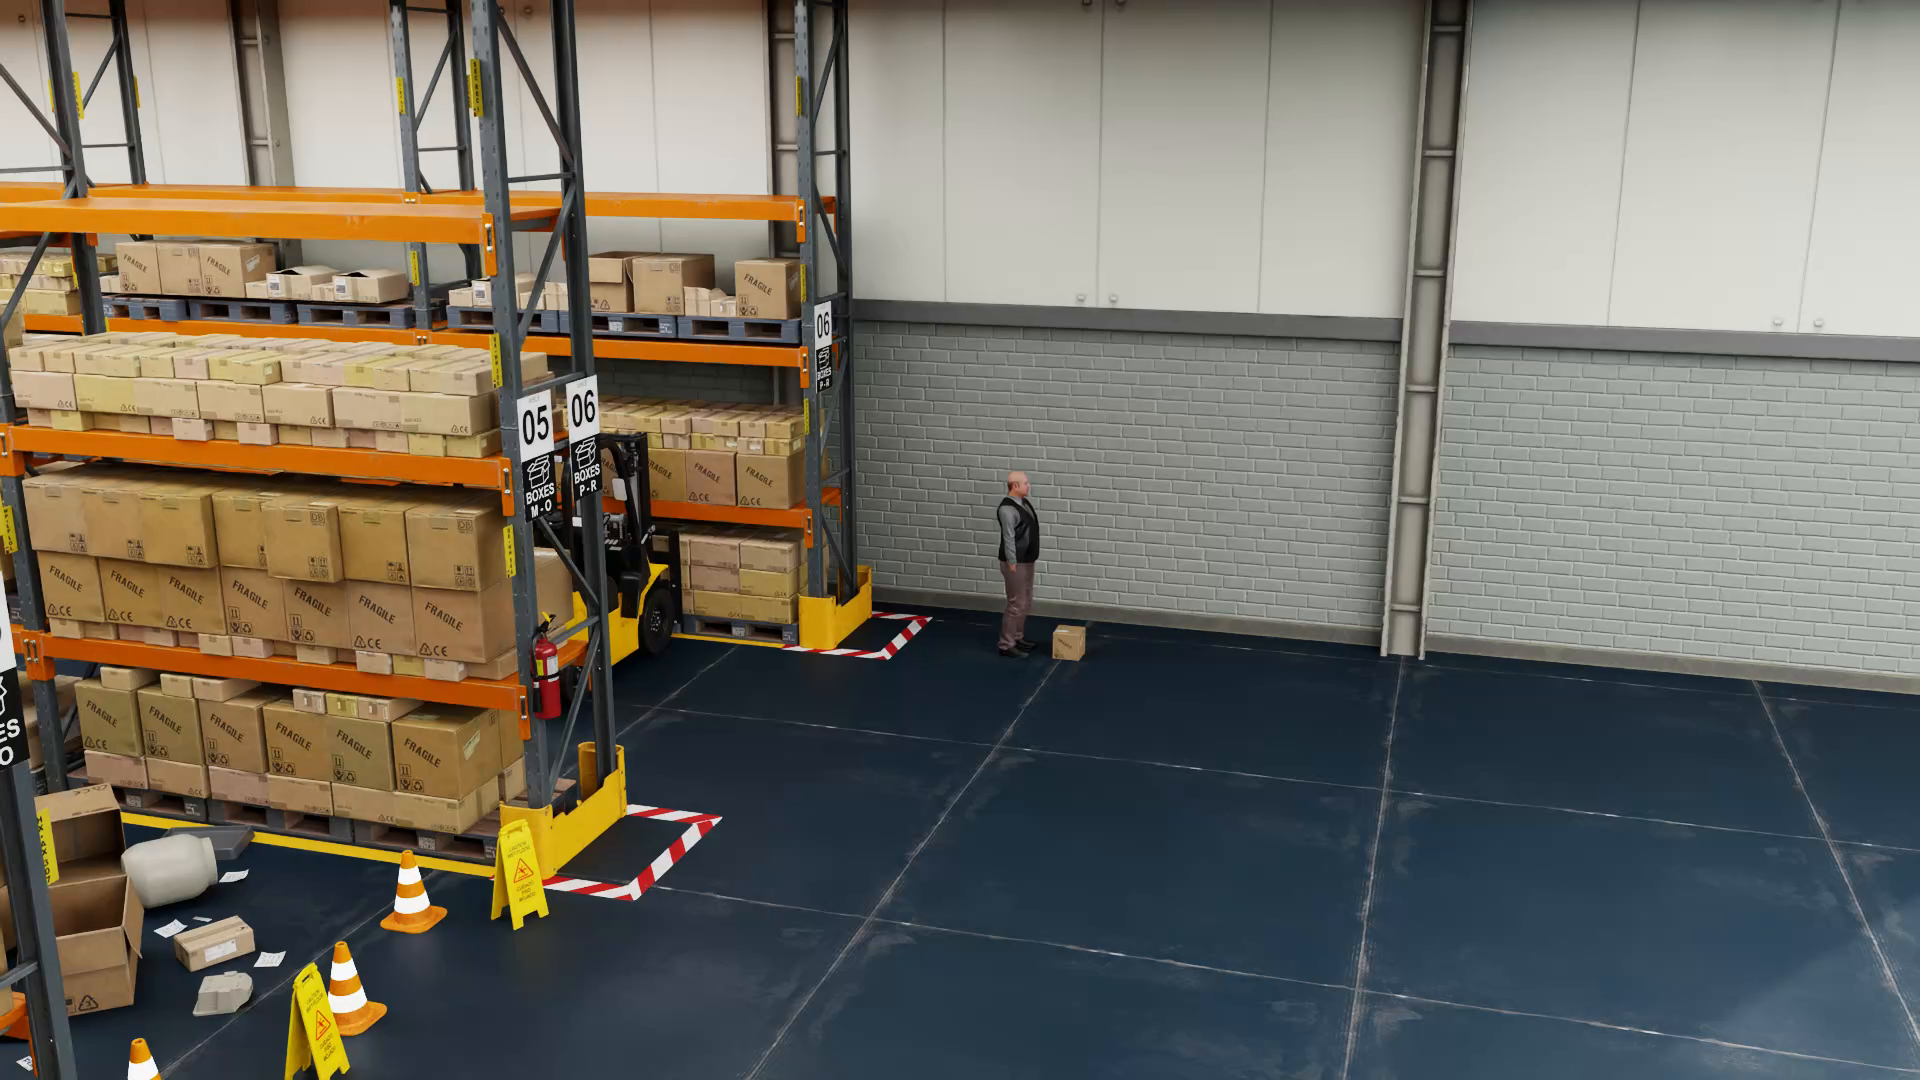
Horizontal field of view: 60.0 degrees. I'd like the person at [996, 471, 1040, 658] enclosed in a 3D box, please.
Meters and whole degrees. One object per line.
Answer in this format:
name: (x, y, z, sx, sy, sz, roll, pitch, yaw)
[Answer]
person: (0.537, 0.204, 15.326, 0.355, 1.713, 0.534, 5, 16, 17)
